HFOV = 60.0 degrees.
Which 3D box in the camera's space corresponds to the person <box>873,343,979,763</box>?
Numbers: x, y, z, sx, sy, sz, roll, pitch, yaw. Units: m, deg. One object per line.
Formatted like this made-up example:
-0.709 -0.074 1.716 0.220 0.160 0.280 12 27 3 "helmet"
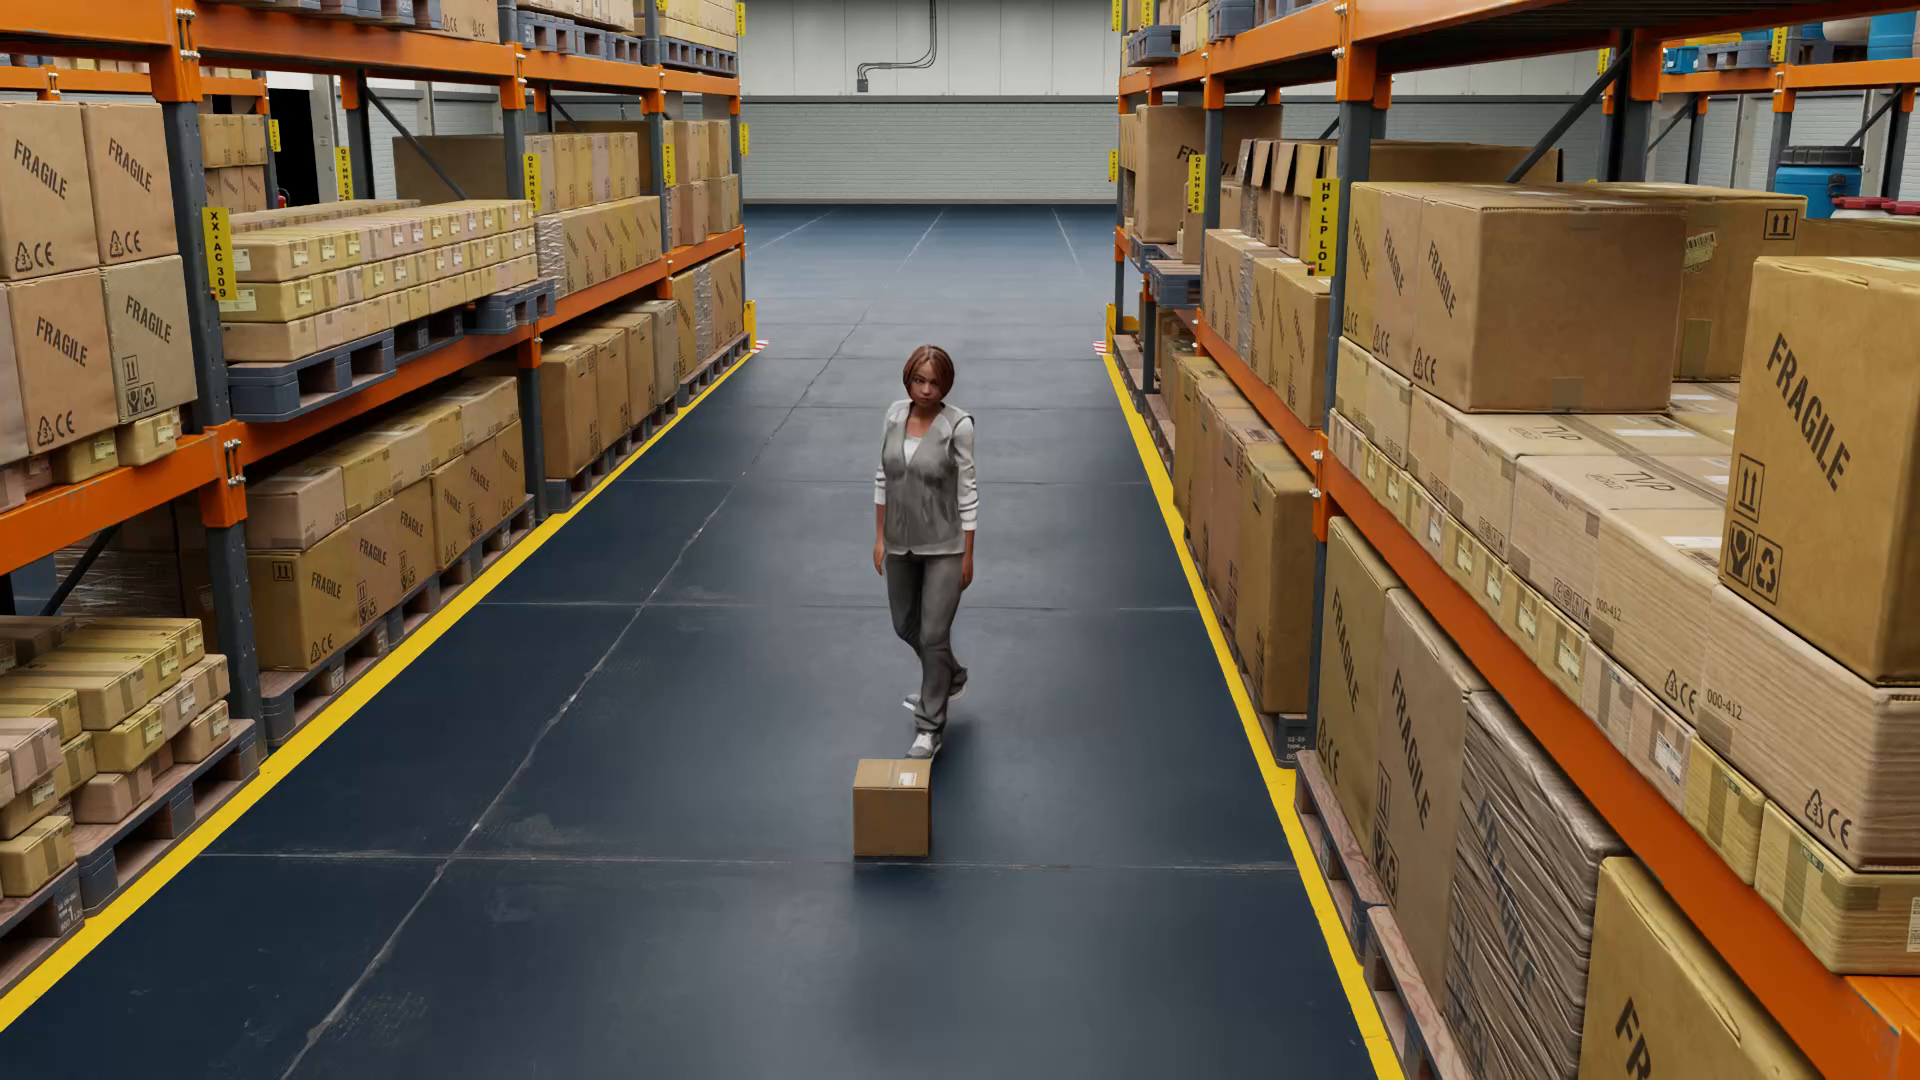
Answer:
-0.103 0.027 6.400 0.435 1.593 0.618 8 16 29 "person"
